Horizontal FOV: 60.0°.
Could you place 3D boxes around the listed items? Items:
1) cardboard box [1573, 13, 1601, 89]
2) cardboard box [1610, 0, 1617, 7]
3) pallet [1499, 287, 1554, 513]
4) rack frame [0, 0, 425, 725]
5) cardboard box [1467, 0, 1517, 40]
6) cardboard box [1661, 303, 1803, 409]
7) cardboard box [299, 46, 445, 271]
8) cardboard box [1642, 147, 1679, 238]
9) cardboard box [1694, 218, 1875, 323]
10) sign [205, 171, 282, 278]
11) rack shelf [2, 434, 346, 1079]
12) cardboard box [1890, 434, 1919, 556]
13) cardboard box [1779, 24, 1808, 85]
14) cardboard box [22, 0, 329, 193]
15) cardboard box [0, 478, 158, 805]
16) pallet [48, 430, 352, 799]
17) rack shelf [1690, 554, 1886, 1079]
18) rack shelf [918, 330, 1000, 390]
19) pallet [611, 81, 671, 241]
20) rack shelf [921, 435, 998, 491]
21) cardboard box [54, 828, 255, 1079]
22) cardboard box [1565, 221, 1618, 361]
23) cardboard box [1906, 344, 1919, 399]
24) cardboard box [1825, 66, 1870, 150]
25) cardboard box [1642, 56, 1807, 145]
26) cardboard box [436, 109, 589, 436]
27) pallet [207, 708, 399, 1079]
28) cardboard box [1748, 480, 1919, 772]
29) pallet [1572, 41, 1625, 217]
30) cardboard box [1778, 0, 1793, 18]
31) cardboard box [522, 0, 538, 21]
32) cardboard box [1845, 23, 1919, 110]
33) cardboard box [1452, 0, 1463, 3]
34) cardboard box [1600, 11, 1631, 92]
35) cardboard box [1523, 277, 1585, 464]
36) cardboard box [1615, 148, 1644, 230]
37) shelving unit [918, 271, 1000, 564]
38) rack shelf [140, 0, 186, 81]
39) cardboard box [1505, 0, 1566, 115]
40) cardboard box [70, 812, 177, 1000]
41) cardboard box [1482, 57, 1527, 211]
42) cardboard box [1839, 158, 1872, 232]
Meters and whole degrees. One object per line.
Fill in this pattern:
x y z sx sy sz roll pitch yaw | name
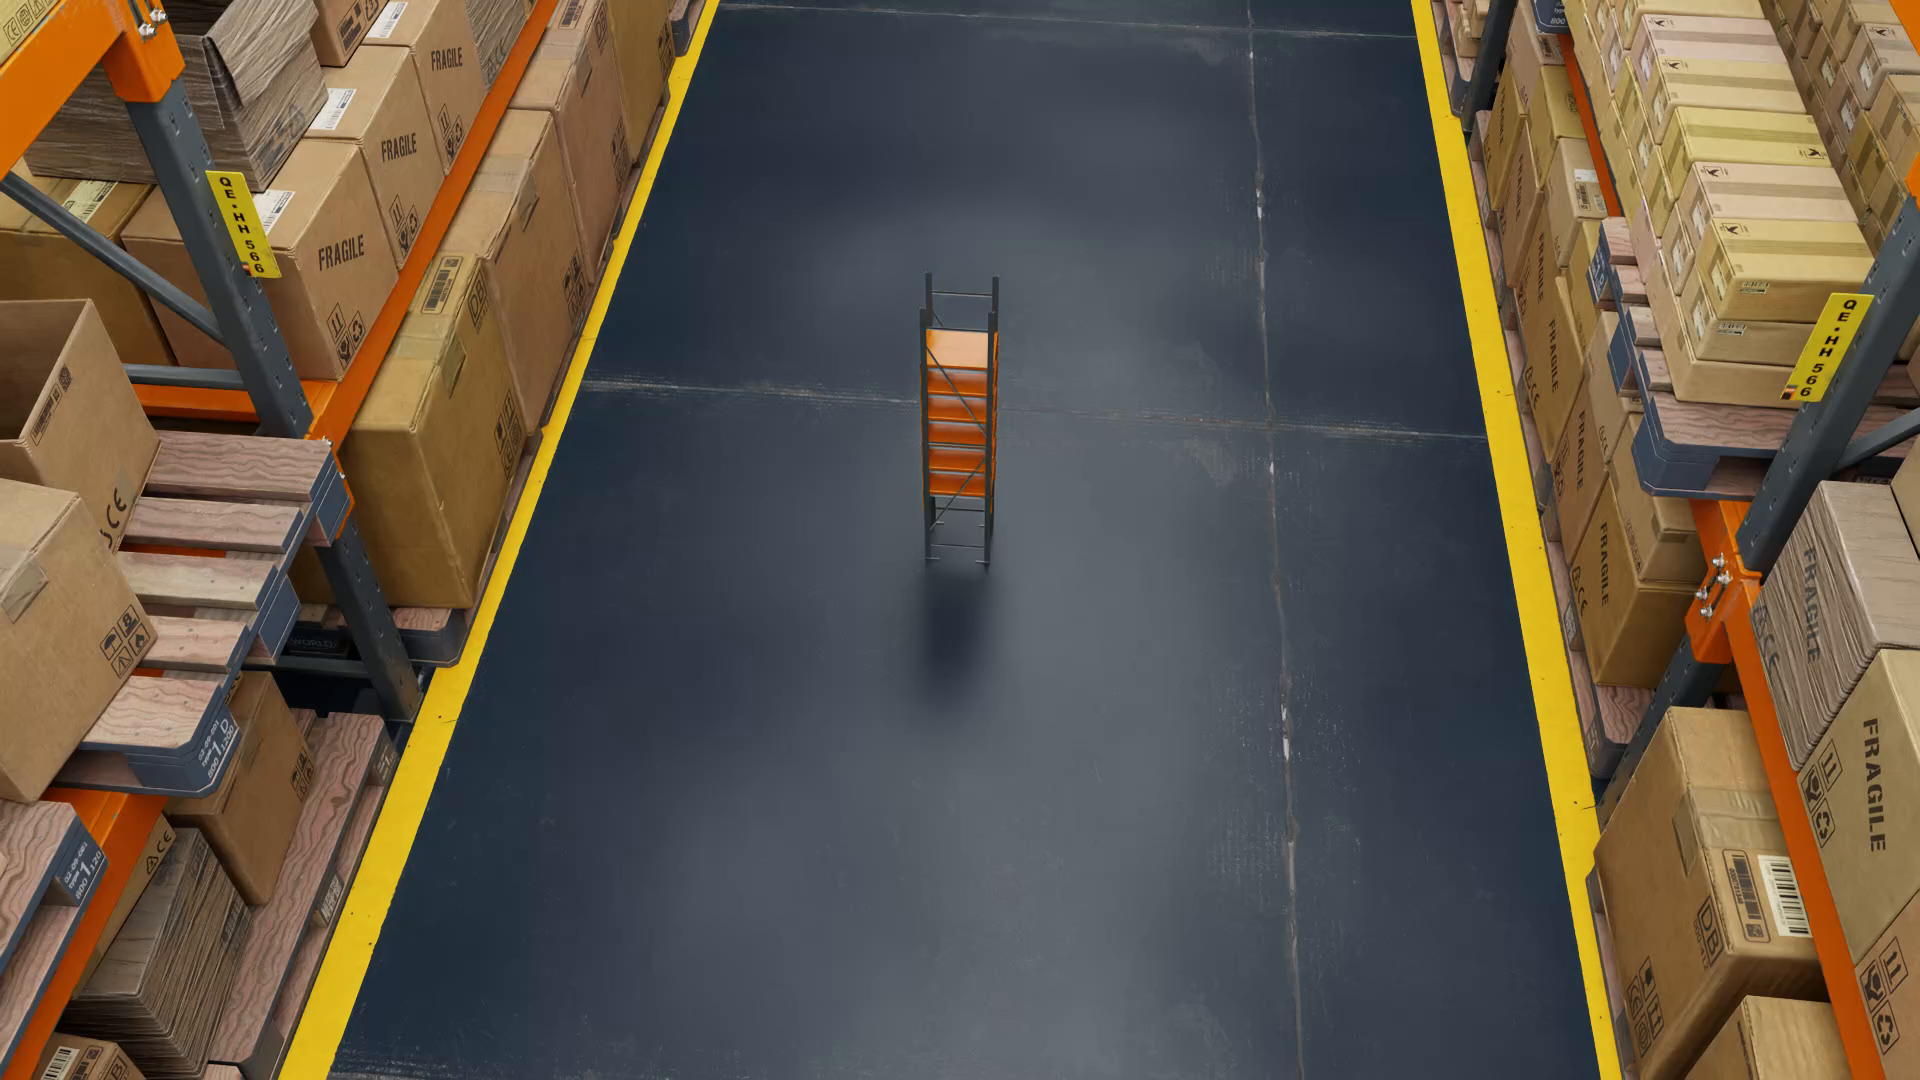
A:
2.303 -1.646 5.609 0.380 0.149 0.250 2 48 2 | cardboard box
2.305 -1.843 5.386 0.380 0.149 0.250 5 48 5 | cardboard box
2.759 -0.581 6.638 1.003 0.211 1.213 4 48 4 | pallet
-2.358 -0.461 4.639 1.000 3.000 0.127 4 48 4 | rack frame
2.649 -2.526 7.973 0.380 0.149 0.250 5 48 4 | cardboard box
2.160 -0.504 4.564 0.380 0.149 0.250 5 48 4 | cardboard box
-1.998 -1.213 5.259 0.500 0.500 0.500 3 48 2 | cardboard box
2.208 -0.994 4.811 0.380 0.149 0.250 5 48 4 | cardboard box
2.161 -0.702 4.342 0.380 0.149 0.250 2 48 2 | cardboard box
-1.816 -0.796 4.214 0.100 0.325 0.005 4 48 4 | sign
-2.540 1.251 3.560 1.077 0.370 4.000 4 48 4 | rack shelf
2.522 -0.095 3.559 0.700 0.500 0.500 4 48 3 | cardboard box
2.958 -1.591 5.558 0.380 0.149 0.250 2 48 2 | cardboard box
-2.275 -1.370 4.723 0.797 0.503 0.637 5 48 5 | cardboard box
-2.318 0.180 3.701 0.700 0.500 0.500 10 48 9 | cardboard box
-2.316 0.134 4.224 1.213 0.211 1.003 4 48 4 | pallet
2.390 1.659 3.187 1.077 0.370 4.000 4 48 4 | rack shelf
-0.001 -0.607 5.565 0.258 0.103 0.180 4 48 4 | rack shelf
-1.988 -1.887 7.833 1.003 0.211 1.213 4 48 4 | pallet
-0.001 -0.283 5.919 0.258 0.103 0.180 4 48 4 | rack shelf
-2.437 1.136 4.574 0.700 0.500 0.500 0 48 0 | cardboard box
2.471 -0.869 5.913 0.500 0.250 0.500 5 48 4 | cardboard box
2.814 -0.426 4.492 0.380 0.149 0.250 3 48 3 | cardboard box
2.907 -1.317 5.106 0.380 0.149 0.250 4 48 4 | cardboard box
2.230 -1.276 4.866 0.380 0.149 0.250 5 48 5 | cardboard box
-2.185 -1.046 6.329 1.225 0.875 0.875 4 48 4 | cardboard box
-2.430 1.054 5.143 1.003 0.211 1.213 4 48 4 | pallet
2.263 0.224 3.944 0.500 0.500 0.500 4 48 4 | cardboard box
2.712 -1.446 5.670 1.003 0.211 1.213 4 48 4 | pallet
2.981 -1.876 5.617 0.380 0.149 0.250 4 48 4 | cardboard box
-1.856 -2.325 6.276 0.500 0.500 0.500 3 48 3 | cardboard box
2.904 -1.409 4.988 0.380 0.149 0.250 6 48 5 | cardboard box
2.700 -2.867 8.487 0.380 0.149 0.250 2 48 2 | cardboard box
2.280 -1.553 5.321 0.380 0.149 0.250 5 48 5 | cardboard box
2.455 -0.624 6.197 0.500 0.500 0.500 2 48 2 | cardboard box
2.234 -1.058 5.071 0.380 0.149 0.250 3 48 3 | cardboard box
-0.001 -0.394 5.798 0.258 1.200 0.189 4 48 4 | shelving unit
-2.175 -2.701 5.142 1.077 0.370 4.000 4 48 4 | rack shelf
2.607 -2.019 6.965 0.500 0.250 0.500 2 48 2 | cardboard box
-2.427 0.866 4.313 0.500 0.250 0.500 9 48 8 | cardboard box
2.606 -1.766 7.242 0.500 0.500 0.500 6 48 5 | cardboard box
2.886 -1.020 5.035 0.380 0.149 0.250 6 48 5 | cardboard box
